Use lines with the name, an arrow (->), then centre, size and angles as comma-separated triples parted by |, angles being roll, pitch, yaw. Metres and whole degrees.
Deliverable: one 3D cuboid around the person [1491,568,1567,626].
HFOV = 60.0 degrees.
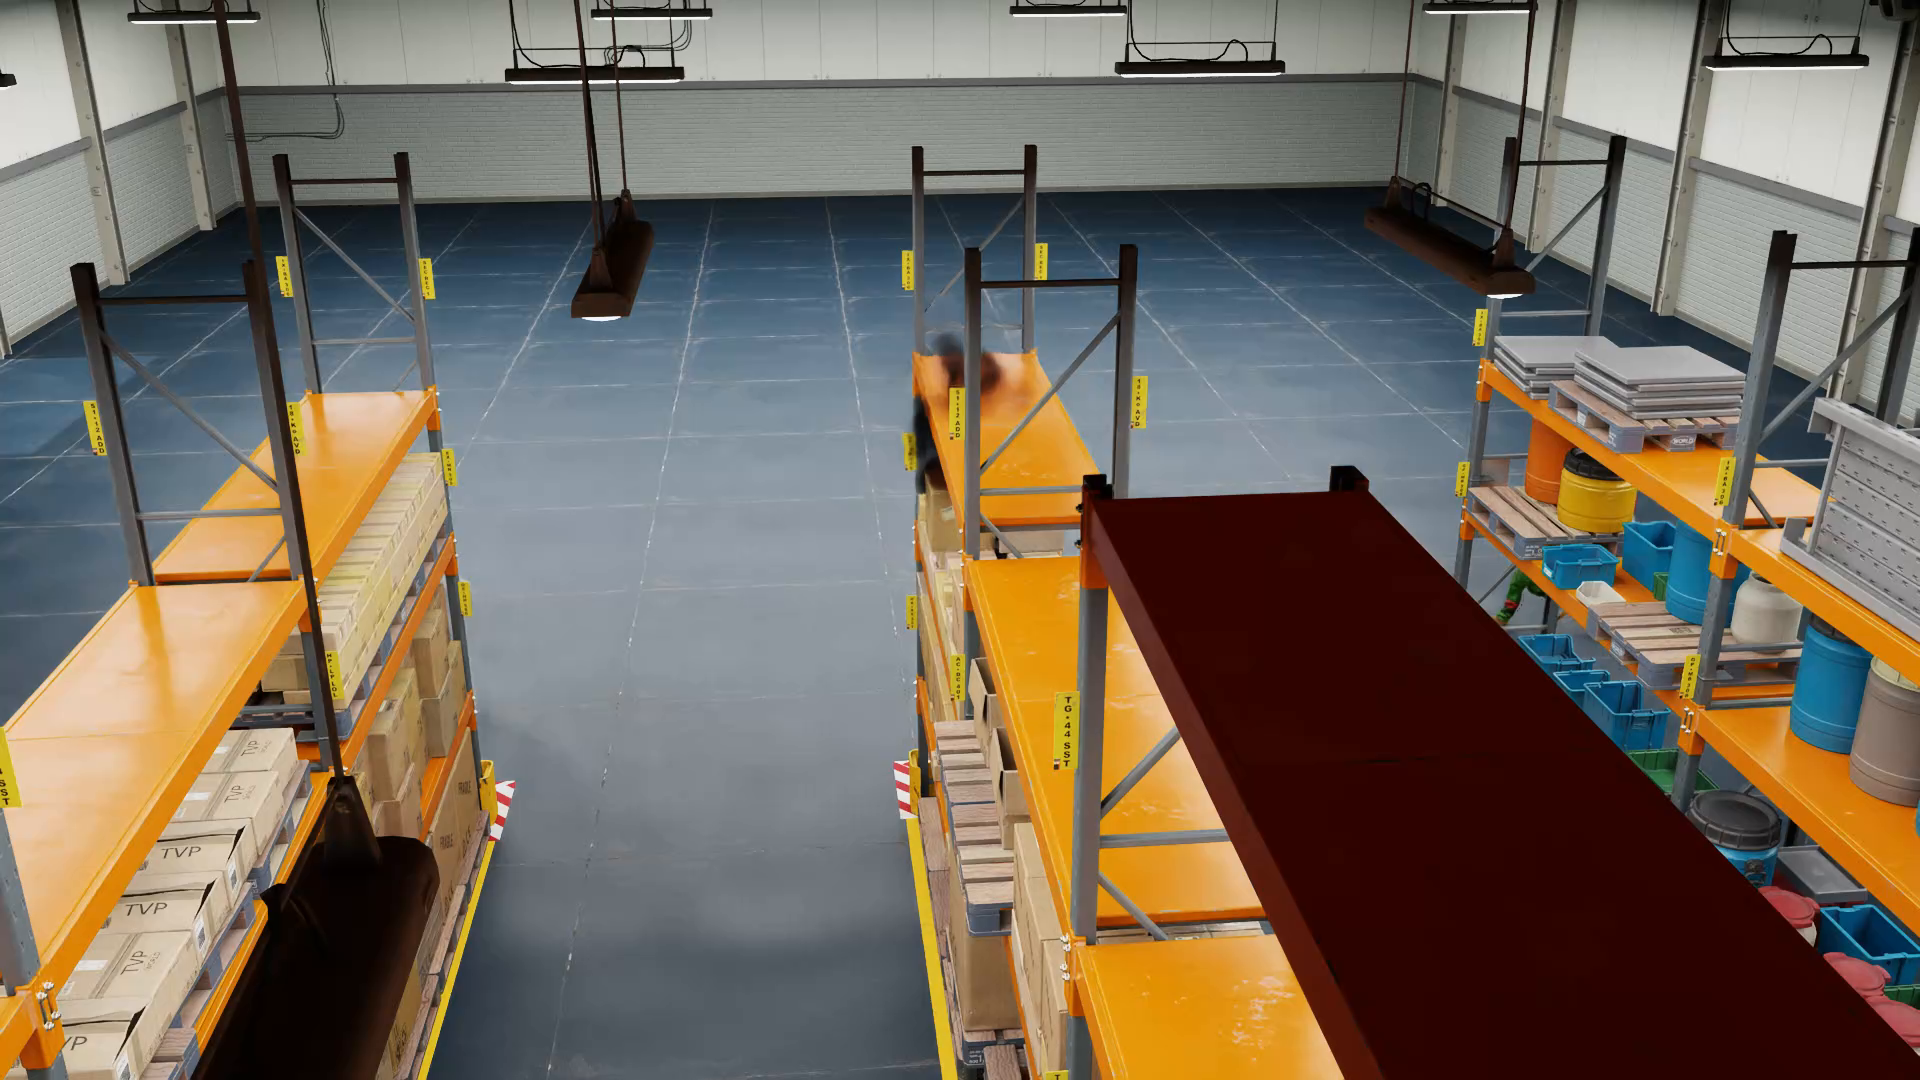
person -> 6.498, 0.197, 18.732 | 1.021, 1.755, 0.673 | 8, 23, 20
